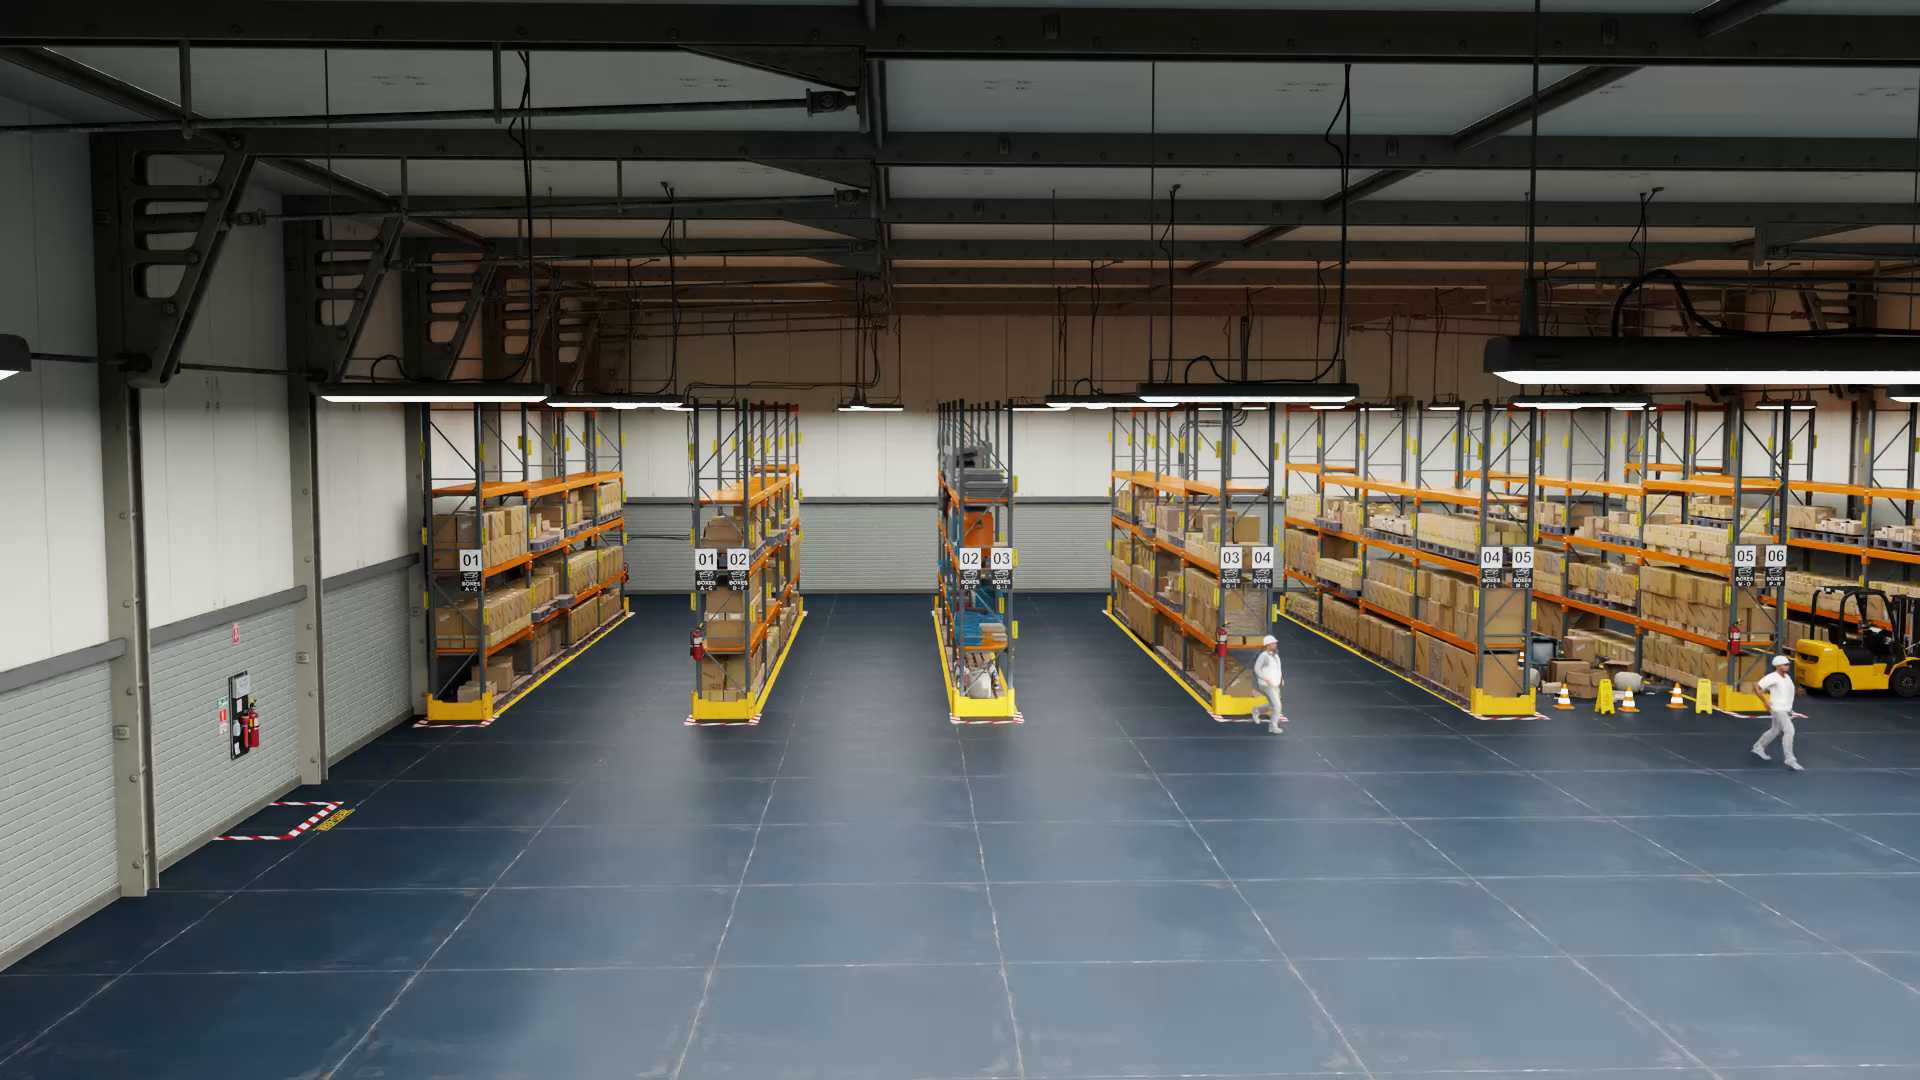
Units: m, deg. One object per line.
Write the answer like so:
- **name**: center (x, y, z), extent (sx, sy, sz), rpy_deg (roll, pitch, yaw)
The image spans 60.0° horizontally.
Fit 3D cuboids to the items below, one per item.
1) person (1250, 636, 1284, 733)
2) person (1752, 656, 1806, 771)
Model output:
- **person**: center (5.530, 2.580, 29.963), extent (0.733, 1.733, 0.691), rpy_deg (3, 5, 37)
- **person**: center (13.305, 2.774, 26.980), extent (0.686, 1.802, 0.876), rpy_deg (-4, 6, -43)
